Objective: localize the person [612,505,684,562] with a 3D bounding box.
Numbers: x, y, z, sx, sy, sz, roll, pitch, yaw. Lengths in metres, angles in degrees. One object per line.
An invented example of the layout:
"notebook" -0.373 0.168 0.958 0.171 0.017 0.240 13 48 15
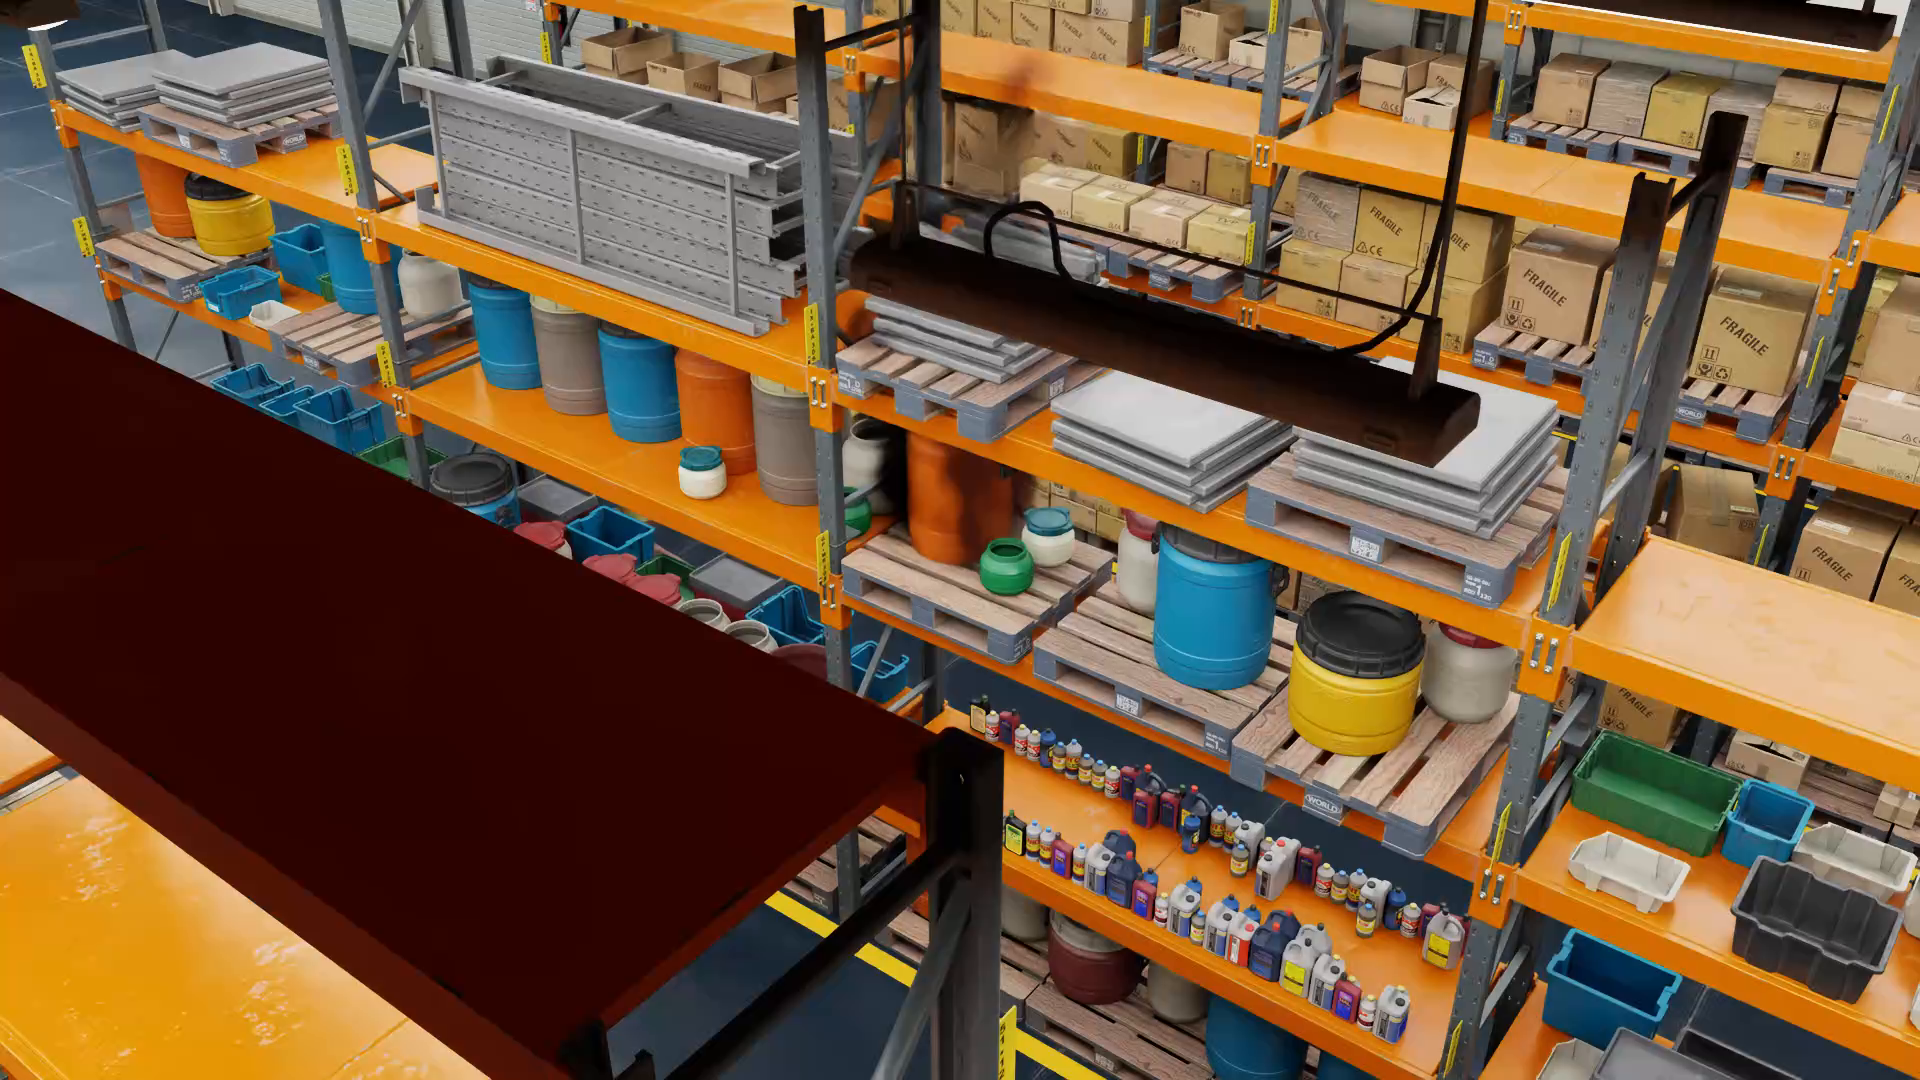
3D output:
"person" -2.712 -0.184 14.038 0.810 1.633 0.592 20 37 29
